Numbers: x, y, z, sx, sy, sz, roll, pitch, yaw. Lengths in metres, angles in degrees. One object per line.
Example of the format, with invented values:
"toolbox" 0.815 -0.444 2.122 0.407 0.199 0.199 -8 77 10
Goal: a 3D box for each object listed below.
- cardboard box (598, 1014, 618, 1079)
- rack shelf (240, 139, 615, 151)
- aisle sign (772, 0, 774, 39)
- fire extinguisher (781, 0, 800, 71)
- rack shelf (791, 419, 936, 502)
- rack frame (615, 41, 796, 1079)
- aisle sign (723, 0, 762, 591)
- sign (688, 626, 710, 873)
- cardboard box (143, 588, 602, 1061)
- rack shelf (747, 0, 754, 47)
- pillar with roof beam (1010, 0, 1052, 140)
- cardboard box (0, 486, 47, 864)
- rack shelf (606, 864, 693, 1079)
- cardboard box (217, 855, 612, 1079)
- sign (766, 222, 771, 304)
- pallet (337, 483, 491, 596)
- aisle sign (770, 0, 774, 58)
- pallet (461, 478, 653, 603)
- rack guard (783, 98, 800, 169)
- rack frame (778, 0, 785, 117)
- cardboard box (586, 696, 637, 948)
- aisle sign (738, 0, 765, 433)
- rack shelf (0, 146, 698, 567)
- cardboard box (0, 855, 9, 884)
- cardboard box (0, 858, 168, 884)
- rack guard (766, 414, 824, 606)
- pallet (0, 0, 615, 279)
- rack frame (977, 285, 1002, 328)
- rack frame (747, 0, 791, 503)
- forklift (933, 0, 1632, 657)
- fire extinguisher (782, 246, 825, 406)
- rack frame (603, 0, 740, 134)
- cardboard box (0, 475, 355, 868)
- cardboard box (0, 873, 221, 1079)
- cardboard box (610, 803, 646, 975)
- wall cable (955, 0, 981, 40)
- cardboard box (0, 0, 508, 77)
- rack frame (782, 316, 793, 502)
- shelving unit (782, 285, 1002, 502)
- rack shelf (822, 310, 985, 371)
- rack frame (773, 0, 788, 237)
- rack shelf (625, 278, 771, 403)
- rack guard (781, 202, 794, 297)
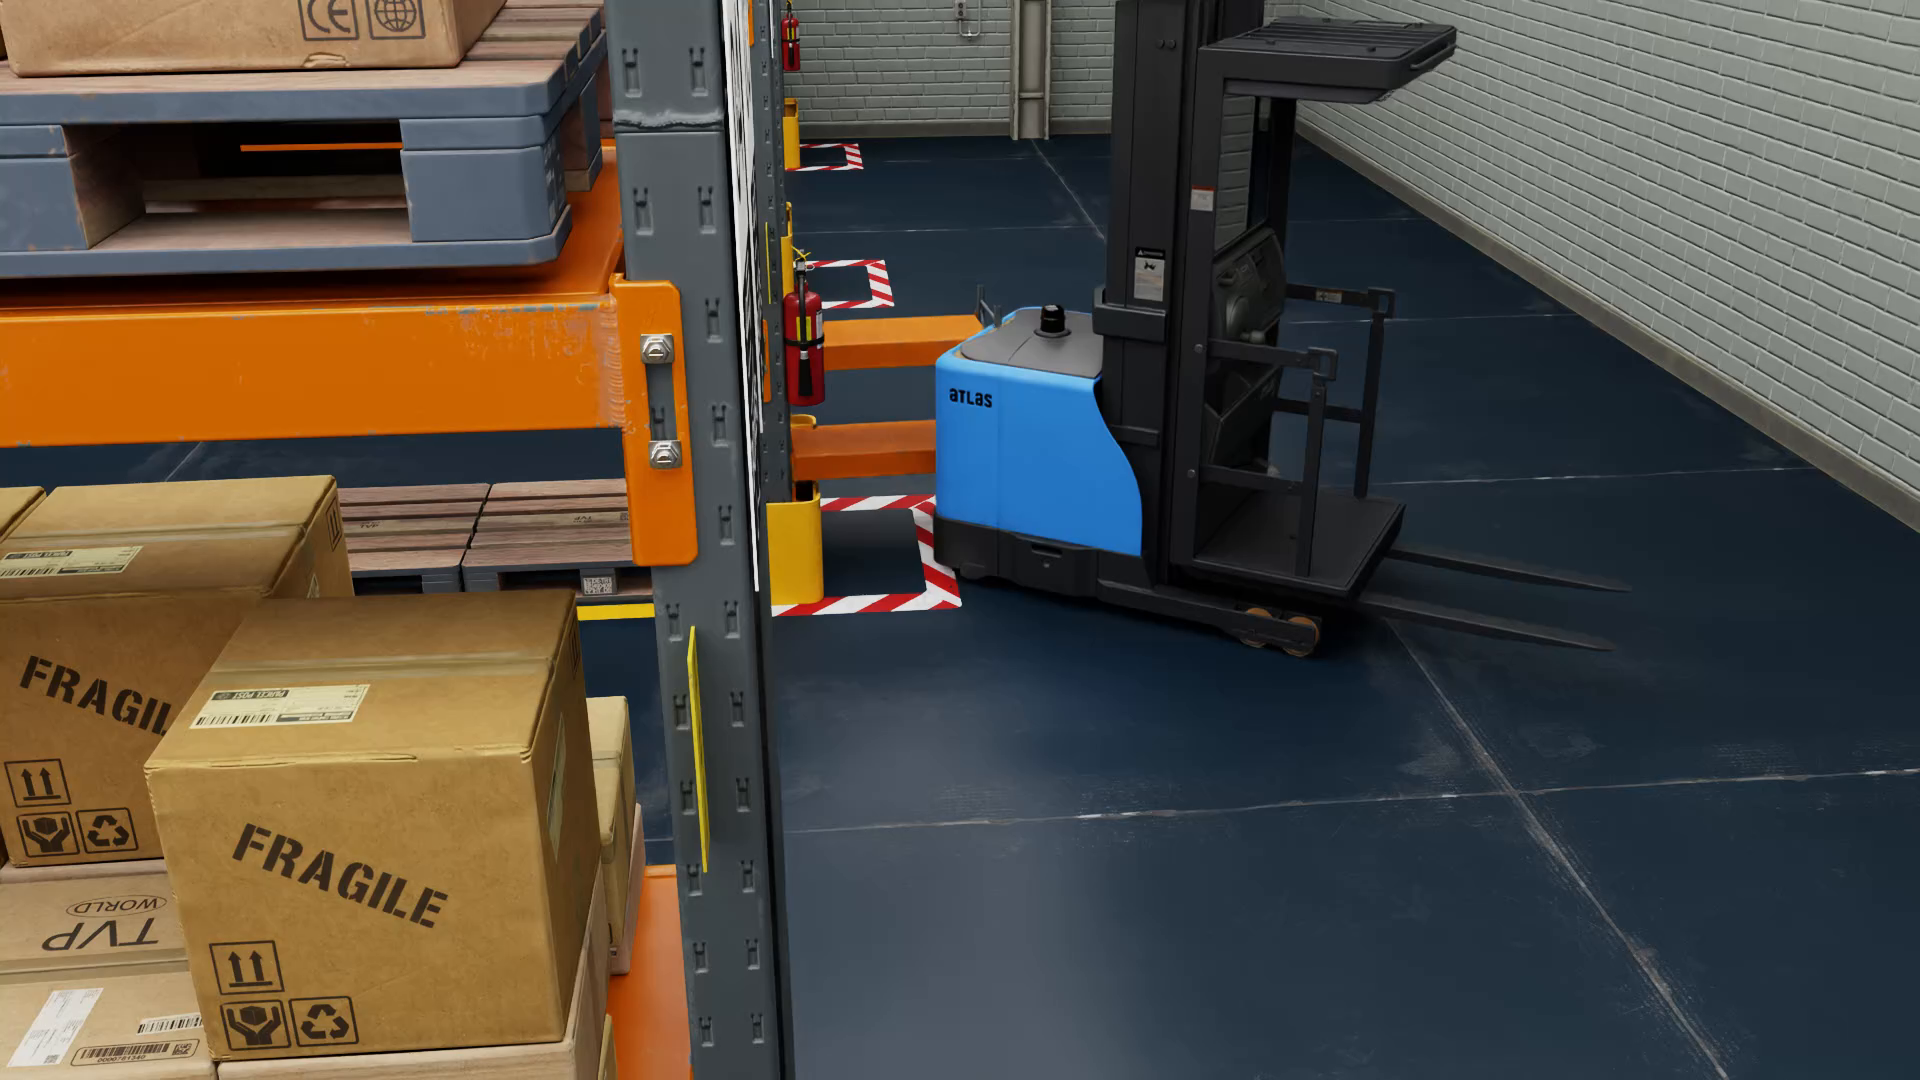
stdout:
"cardboard box" -0.708 0.959 2.709 0.250 0.149 0.380 -2 24 -4
"rack shelf" -3.346 -2.899 11.964 4.000 0.370 1.077 -2 24 -5
"aisle sign" -0.831 -2.616 7.242 0.004 0.787 0.394 -2 24 -5
"fire extinguisher" -1.651 -4.923 16.188 0.183 0.674 0.296 -2 24 -5
"rack shelf" -0.354 -0.400 8.285 1.000 0.278 0.538 -4 21 -8
"rack frame" -0.386 0.697 2.989 0.127 3.000 1.000 -2 24 -5
"aisle sign" -0.285 -0.373 2.195 0.004 0.787 0.394 -2 24 -5
"sign" -0.347 0.279 2.211 0.005 0.325 0.100 -2 24 -5
"cardboard box" -0.845 0.413 2.524 0.500 0.500 0.500 -2 24 -4
"rack shelf" -2.863 -2.267 6.850 4.000 0.370 1.077 -2 24 -5
"pillar with roof beam" 1.178 -6.768 12.398 0.400 9.000 9.100 -2 24 -5
"cardboard box" -1.903 0.240 2.912 0.500 0.500 0.500 -3 24 -7
"rack shelf" -2.376 1.105 2.955 4.000 0.370 1.077 -2 24 -5
"cardboard box" -0.842 0.756 2.674 0.500 0.250 0.500 -3 24 -6
"sign" -0.803 -1.158 6.961 0.005 0.325 0.100 -2 24 -5
"pallet" -2.909 0.034 7.914 1.213 0.211 1.003 -2 24 -5
"aisle sign" -0.773 -2.377 6.705 0.004 0.787 0.394 -2 24 -5
"pallet" -1.697 -0.014 8.021 1.213 0.211 1.003 -2 24 -5
"rack guard" -1.823 -4.168 17.012 0.348 0.500 1.175 -2 24 -5
"rack frame" -1.847 -5.309 16.502 0.127 3.000 1.000 -2 24 -5
"cardboard box" -0.890 0.540 3.161 0.500 0.250 0.500 -3 24 -7
"aisle sign" -0.344 -0.615 2.740 0.004 0.787 0.394 -2 24 -5
"rack shelf" -2.376 -0.265 2.346 4.000 0.370 1.077 -2 24 -5
"cardboard box" -1.907 0.582 3.067 0.500 0.250 0.500 -3 24 -7
"cardboard box" -1.407 0.563 3.109 0.500 0.250 0.500 -3 24 -6
"rack guard" -0.850 -0.169 8.015 0.348 0.500 1.175 -2 24 -5
"pallet" -1.123 -0.599 2.322 1.213 0.211 1.003 -2 24 -5
"rack frame" 0.146 -0.661 8.273 0.032 1.125 0.500 -4 21 -8
"rack frame" -0.873 -1.305 7.493 0.127 3.000 1.000 -2 24 -5
"forklift" 1.427 -1.087 7.086 3.031 2.935 1.130 11 26 24
"fire extinguisher" -0.678 -0.922 7.185 0.183 0.674 0.296 -2 24 -5
"rack frame" -0.386 -2.044 1.770 0.127 3.000 1.000 -2 24 -5
"cardboard box" -1.388 0.217 2.964 0.500 0.500 0.500 -3 24 -6
"cardboard box" -1.347 0.776 2.629 0.500 0.250 0.500 -3 24 -6
"cardboard box" -0.772 0.693 3.308 0.250 0.149 0.380 -2 24 -5
"wall cable" -0.665 -6.207 17.271 1.851 1.984 0.084 -2 24 -5
"cardboard box" -0.898 -0.915 2.158 0.500 0.500 0.700 -4 24 -8
"rack frame" -0.858 -0.597 8.123 0.032 1.125 0.500 -4 21 -8
"shelving unit" -0.356 -0.629 8.198 1.048 1.125 0.538 -4 21 -8
"rack shelf" -0.358 -0.903 8.094 1.000 0.278 0.538 -4 21 -8
"rack frame" -1.356 -3.307 11.998 0.127 3.000 1.000 -2 24 -5
"rack shelf" -2.863 -0.896 7.460 4.000 0.370 1.077 -2 24 -5
"rack guard" -1.432 -2.162 12.499 0.348 0.500 1.175 -2 24 -5
